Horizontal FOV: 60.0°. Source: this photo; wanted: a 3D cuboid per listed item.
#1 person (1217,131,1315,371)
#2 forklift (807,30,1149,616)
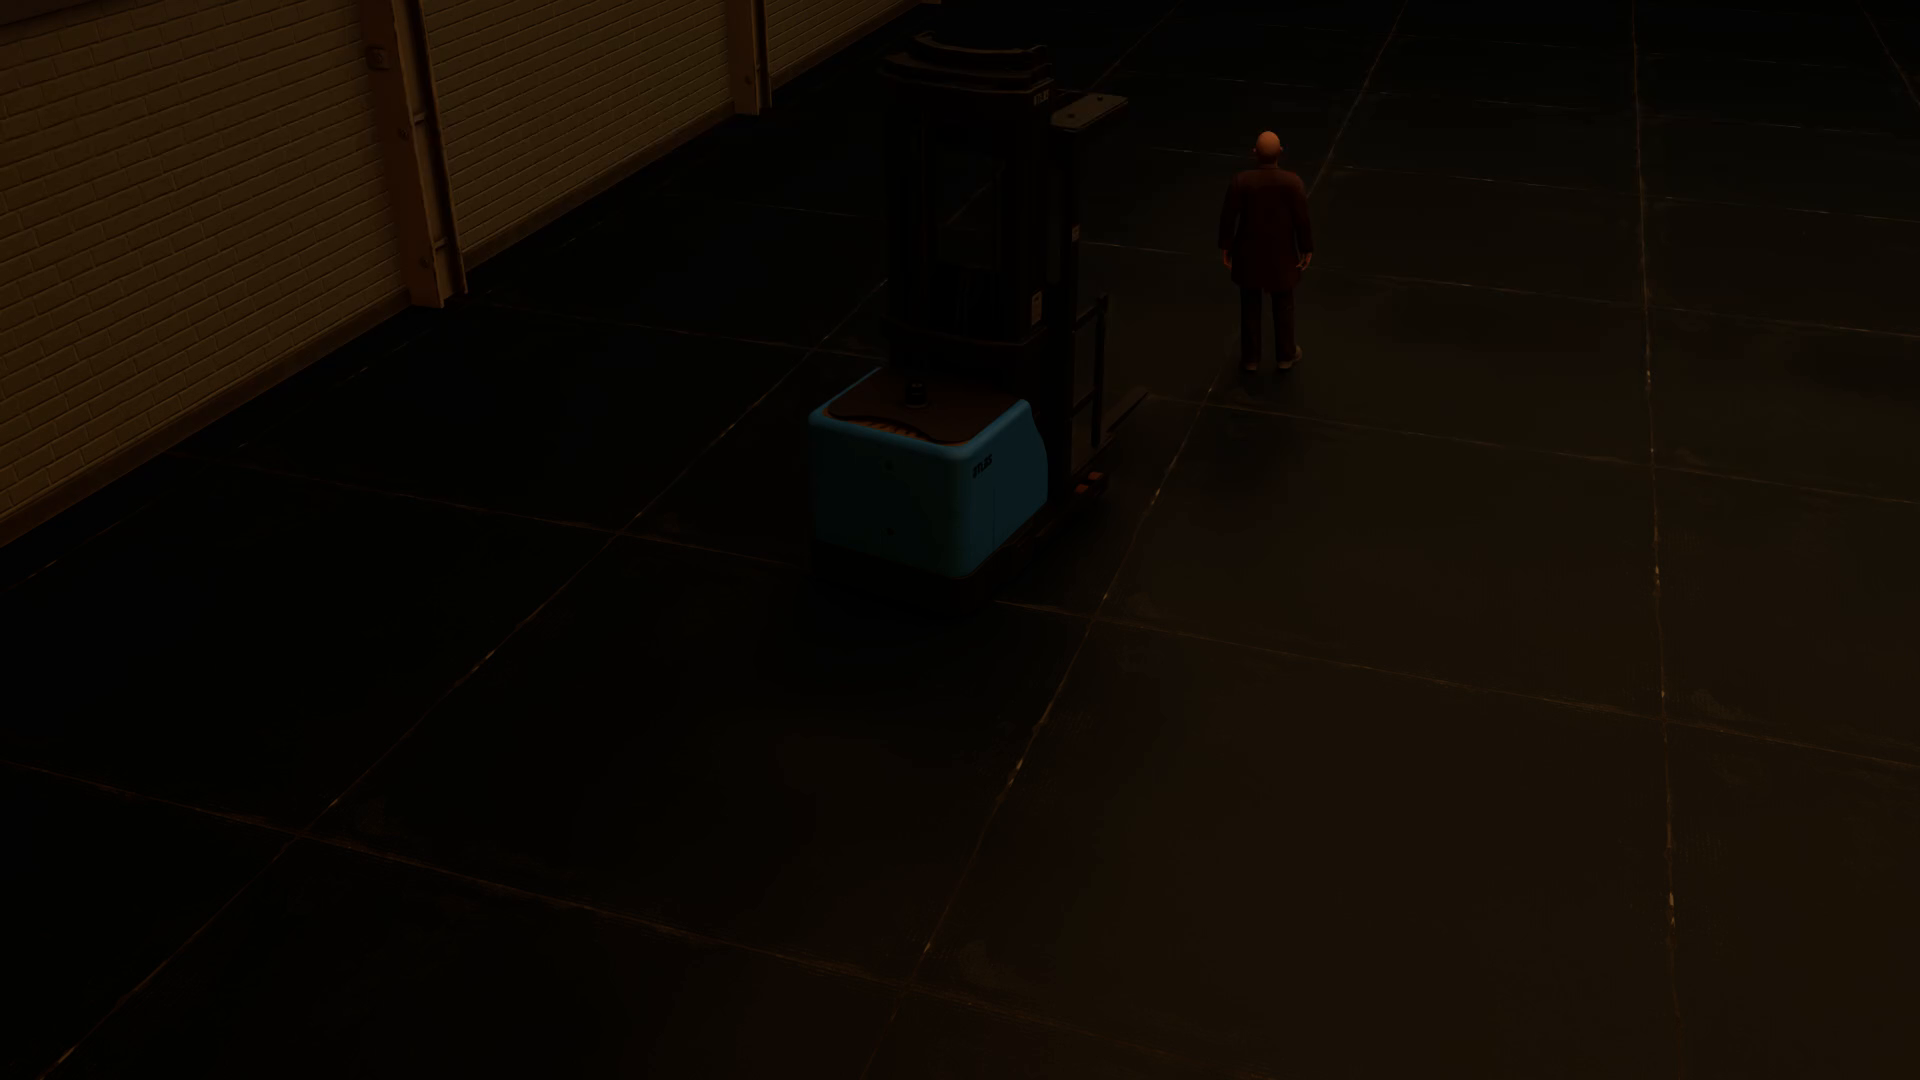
[{"bbox_3d":[2.206,-2.090,11.958,0.693,1.780,0.572,9,31,16],"label":"person"},{"bbox_3d":[0.287,-1.554,9.862,1.130,2.935,3.031,15,33,25],"label":"forklift"}]
